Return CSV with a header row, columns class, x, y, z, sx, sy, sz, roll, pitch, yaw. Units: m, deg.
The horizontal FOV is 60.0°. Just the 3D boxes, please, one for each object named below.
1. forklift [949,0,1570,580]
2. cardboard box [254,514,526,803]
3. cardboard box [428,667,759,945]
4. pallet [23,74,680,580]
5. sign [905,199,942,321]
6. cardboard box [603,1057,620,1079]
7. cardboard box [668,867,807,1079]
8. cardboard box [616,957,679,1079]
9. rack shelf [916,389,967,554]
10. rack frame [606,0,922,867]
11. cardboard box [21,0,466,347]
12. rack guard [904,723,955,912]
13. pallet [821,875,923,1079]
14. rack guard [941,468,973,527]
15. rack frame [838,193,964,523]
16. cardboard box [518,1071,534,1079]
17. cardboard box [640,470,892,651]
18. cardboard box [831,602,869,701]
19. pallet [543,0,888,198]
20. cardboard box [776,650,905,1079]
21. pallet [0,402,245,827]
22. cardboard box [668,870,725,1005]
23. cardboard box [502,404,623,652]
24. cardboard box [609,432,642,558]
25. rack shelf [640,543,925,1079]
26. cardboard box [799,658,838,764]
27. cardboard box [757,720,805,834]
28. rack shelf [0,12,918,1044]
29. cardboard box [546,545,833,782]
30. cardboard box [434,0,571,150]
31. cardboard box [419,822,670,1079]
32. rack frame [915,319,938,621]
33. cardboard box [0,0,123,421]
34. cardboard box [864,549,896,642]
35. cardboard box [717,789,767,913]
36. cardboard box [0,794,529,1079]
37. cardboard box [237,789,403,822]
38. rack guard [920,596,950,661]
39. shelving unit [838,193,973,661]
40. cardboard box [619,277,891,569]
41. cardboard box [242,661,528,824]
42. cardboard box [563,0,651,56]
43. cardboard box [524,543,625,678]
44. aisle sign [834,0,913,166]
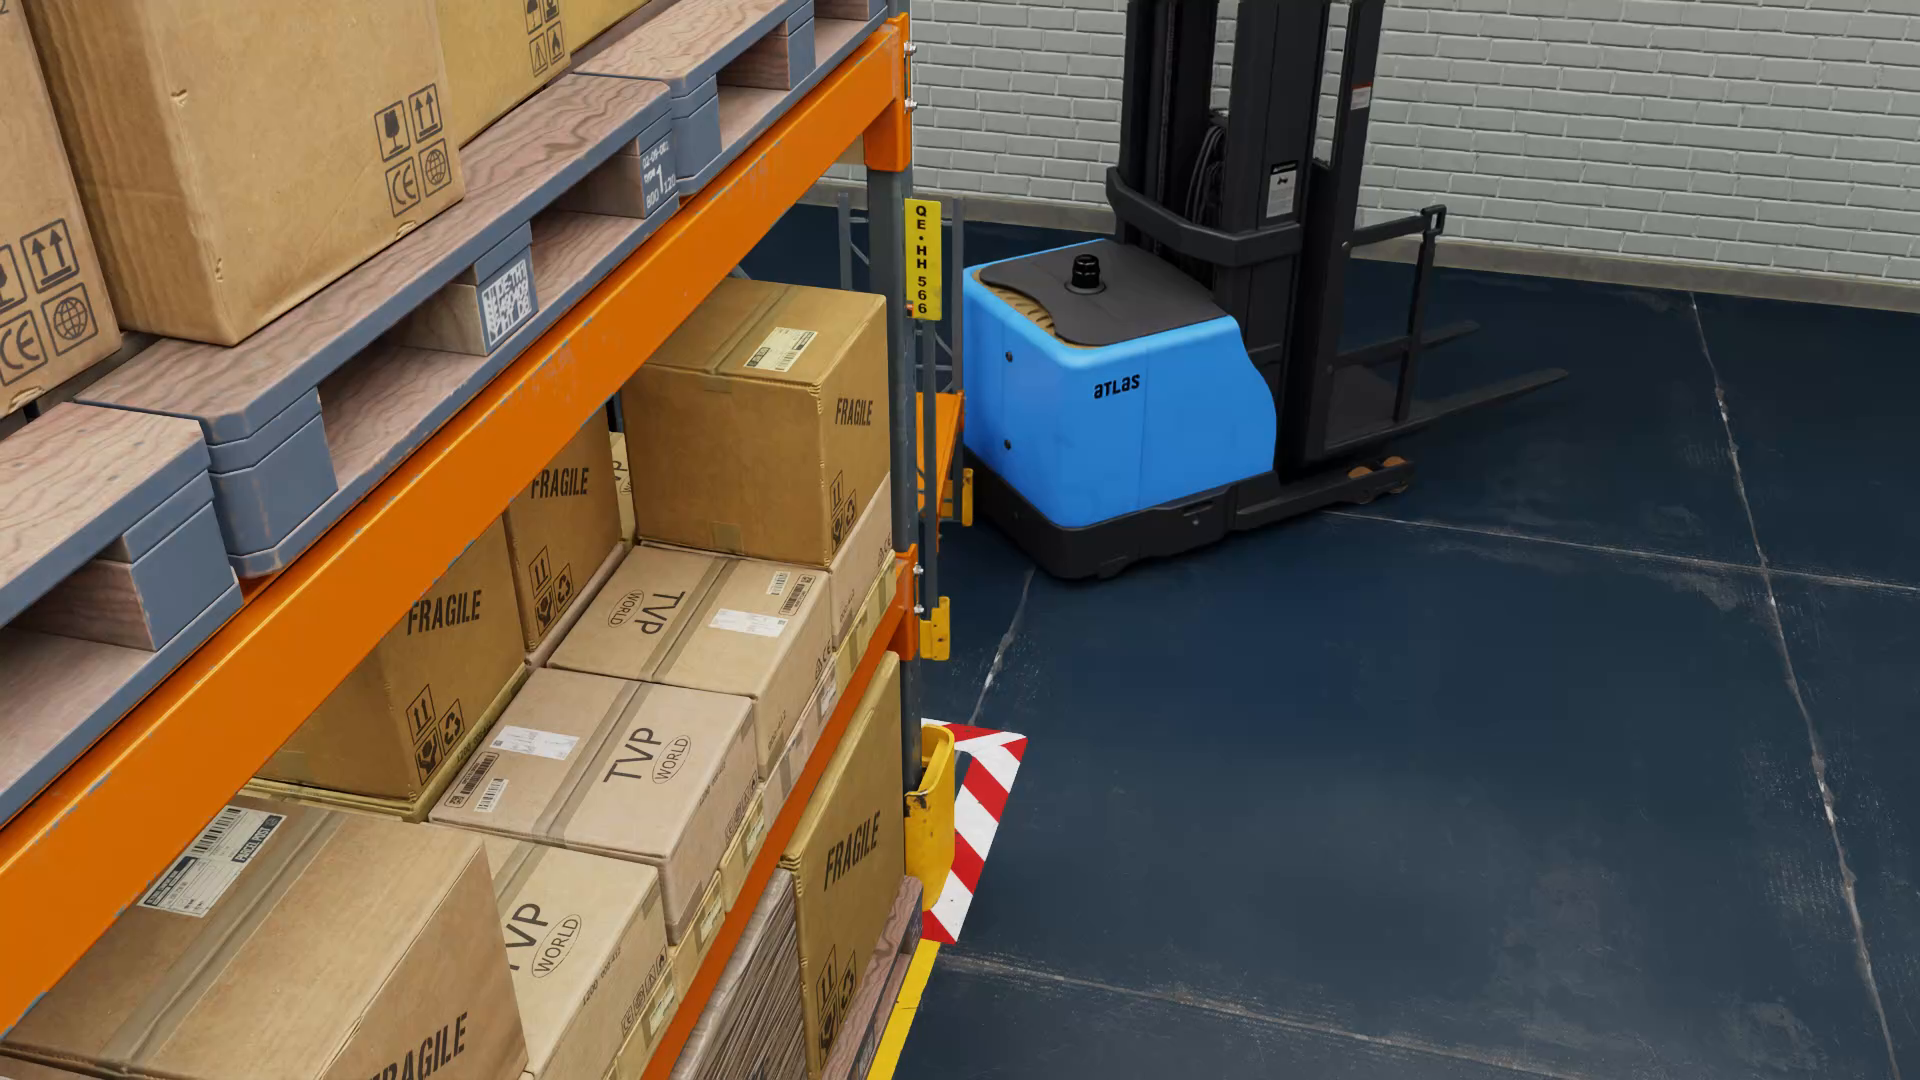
class,x,y,z,sx,sy,sz,roll,pitch,yaw
forklift,1.494,-1.631,7.084,3.031,2.935,1.130,-16,36,-24
cardboard box,-1.254,0.150,3.382,0.500,0.500,0.500,7,33,11
cardboard box,-0.743,0.540,3.467,0.500,0.250,0.500,7,33,11
pallet,-1.104,-0.420,2.401,1.003,0.211,1.213,8,33,12
sign,-0.097,-0.720,4.287,0.100,0.325,0.005,8,33,12
cardboard box,-0.843,1.052,3.034,0.380,0.149,0.250,7,33,11
cardboard box,-0.935,1.322,3.964,0.875,0.875,0.875,8,33,12
cardboard box,-0.779,0.916,3.247,0.380,0.149,0.250,9,33,13
rack shelf,-0.286,-0.305,6.668,0.538,0.185,1.000,3,33,5
rack frame,-0.619,-0.213,4.789,1.000,3.000,0.127,8,33,12
cardboard box,-1.082,-0.609,2.039,0.700,0.500,0.500,9,34,14
rack guard,-0.613,0.830,5.479,1.175,0.500,0.348,8,33,12
pallet,-0.746,1.390,4.867,1.003,0.211,1.213,8,33,12
rack guard,-0.236,-0.200,7.332,0.587,0.250,0.087,3,33,5
rack frame,-0.236,-0.729,6.998,0.500,1.500,0.032,3,33,5
cardboard box,-1.004,1.066,2.640,0.500,0.250,0.500,9,33,14
cardboard box,-0.485,0.013,4.297,0.500,0.250,0.500,7,33,12
cardboard box,-0.455,0.258,4.282,0.380,0.149,0.250,8,33,13
pallet,-0.797,-1.055,3.400,1.003,0.211,1.213,8,33,12
cardboard box,-0.704,0.850,4.707,0.875,0.875,0.875,8,33,12
pallet,-1.416,0.211,1.408,1.003,0.211,1.213,8,33,12
cardboard box,-0.714,0.788,3.449,0.380,0.149,0.250,8,33,13
cardboard box,-1.128,-0.120,3.806,0.500,0.500,0.500,7,33,11
cardboard box,-1.002,-0.063,4.415,0.500,0.250,0.500,7,33,11
rack shelf,-1.126,1.129,3.349,1.077,0.370,4.000,8,33,12
cardboard box,-0.520,0.389,4.077,0.380,0.149,0.250,8,33,12
cardboard box,-0.584,0.518,3.873,0.380,0.149,0.250,9,33,13
rack shelf,-1.126,-0.137,2.544,1.077,0.370,4.000,8,33,12
cardboard box,-0.614,0.276,3.883,0.500,0.250,0.500,7,33,12
cardboard box,-1.042,-0.913,2.516,0.700,0.500,0.500,6,33,9
cardboard box,-0.871,0.811,3.041,0.500,0.250,0.500,8,33,12
rack frame,-0.336,-0.186,6.144,0.500,1.500,0.032,3,33,5
cardboard box,-1.352,-0.357,1.642,0.700,0.500,0.500,10,34,15
cardboard box,-0.390,0.123,4.495,0.380,0.149,0.250,9,33,13
cardboard box,-0.648,0.653,3.661,0.380,0.149,0.250,7,33,11
cardboard box,-1.005,0.745,2.445,0.500,0.500,0.500,7,33,11
cardboard box,-1.385,0.740,3.153,0.500,0.250,0.500,7,33,11
rack guard,-0.334,0.331,6.496,0.587,0.250,0.087,3,33,5
shelving unit,-0.285,-0.462,6.579,0.587,1.500,1.083,3,33,5
cardboard box,-0.488,-0.303,4.094,0.500,0.500,0.500,8,33,13
cardboard box,-1.258,0.468,3.580,0.500,0.250,0.500,7,33,11
cardboard box,-0.958,-1.188,2.948,0.700,0.500,0.500,7,33,11
cardboard box,-1.127,0.208,3.989,0.500,0.250,0.500,8,33,12
aisle sign,-0.310,-1.306,4.086,0.394,0.787,0.004,8,33,12
